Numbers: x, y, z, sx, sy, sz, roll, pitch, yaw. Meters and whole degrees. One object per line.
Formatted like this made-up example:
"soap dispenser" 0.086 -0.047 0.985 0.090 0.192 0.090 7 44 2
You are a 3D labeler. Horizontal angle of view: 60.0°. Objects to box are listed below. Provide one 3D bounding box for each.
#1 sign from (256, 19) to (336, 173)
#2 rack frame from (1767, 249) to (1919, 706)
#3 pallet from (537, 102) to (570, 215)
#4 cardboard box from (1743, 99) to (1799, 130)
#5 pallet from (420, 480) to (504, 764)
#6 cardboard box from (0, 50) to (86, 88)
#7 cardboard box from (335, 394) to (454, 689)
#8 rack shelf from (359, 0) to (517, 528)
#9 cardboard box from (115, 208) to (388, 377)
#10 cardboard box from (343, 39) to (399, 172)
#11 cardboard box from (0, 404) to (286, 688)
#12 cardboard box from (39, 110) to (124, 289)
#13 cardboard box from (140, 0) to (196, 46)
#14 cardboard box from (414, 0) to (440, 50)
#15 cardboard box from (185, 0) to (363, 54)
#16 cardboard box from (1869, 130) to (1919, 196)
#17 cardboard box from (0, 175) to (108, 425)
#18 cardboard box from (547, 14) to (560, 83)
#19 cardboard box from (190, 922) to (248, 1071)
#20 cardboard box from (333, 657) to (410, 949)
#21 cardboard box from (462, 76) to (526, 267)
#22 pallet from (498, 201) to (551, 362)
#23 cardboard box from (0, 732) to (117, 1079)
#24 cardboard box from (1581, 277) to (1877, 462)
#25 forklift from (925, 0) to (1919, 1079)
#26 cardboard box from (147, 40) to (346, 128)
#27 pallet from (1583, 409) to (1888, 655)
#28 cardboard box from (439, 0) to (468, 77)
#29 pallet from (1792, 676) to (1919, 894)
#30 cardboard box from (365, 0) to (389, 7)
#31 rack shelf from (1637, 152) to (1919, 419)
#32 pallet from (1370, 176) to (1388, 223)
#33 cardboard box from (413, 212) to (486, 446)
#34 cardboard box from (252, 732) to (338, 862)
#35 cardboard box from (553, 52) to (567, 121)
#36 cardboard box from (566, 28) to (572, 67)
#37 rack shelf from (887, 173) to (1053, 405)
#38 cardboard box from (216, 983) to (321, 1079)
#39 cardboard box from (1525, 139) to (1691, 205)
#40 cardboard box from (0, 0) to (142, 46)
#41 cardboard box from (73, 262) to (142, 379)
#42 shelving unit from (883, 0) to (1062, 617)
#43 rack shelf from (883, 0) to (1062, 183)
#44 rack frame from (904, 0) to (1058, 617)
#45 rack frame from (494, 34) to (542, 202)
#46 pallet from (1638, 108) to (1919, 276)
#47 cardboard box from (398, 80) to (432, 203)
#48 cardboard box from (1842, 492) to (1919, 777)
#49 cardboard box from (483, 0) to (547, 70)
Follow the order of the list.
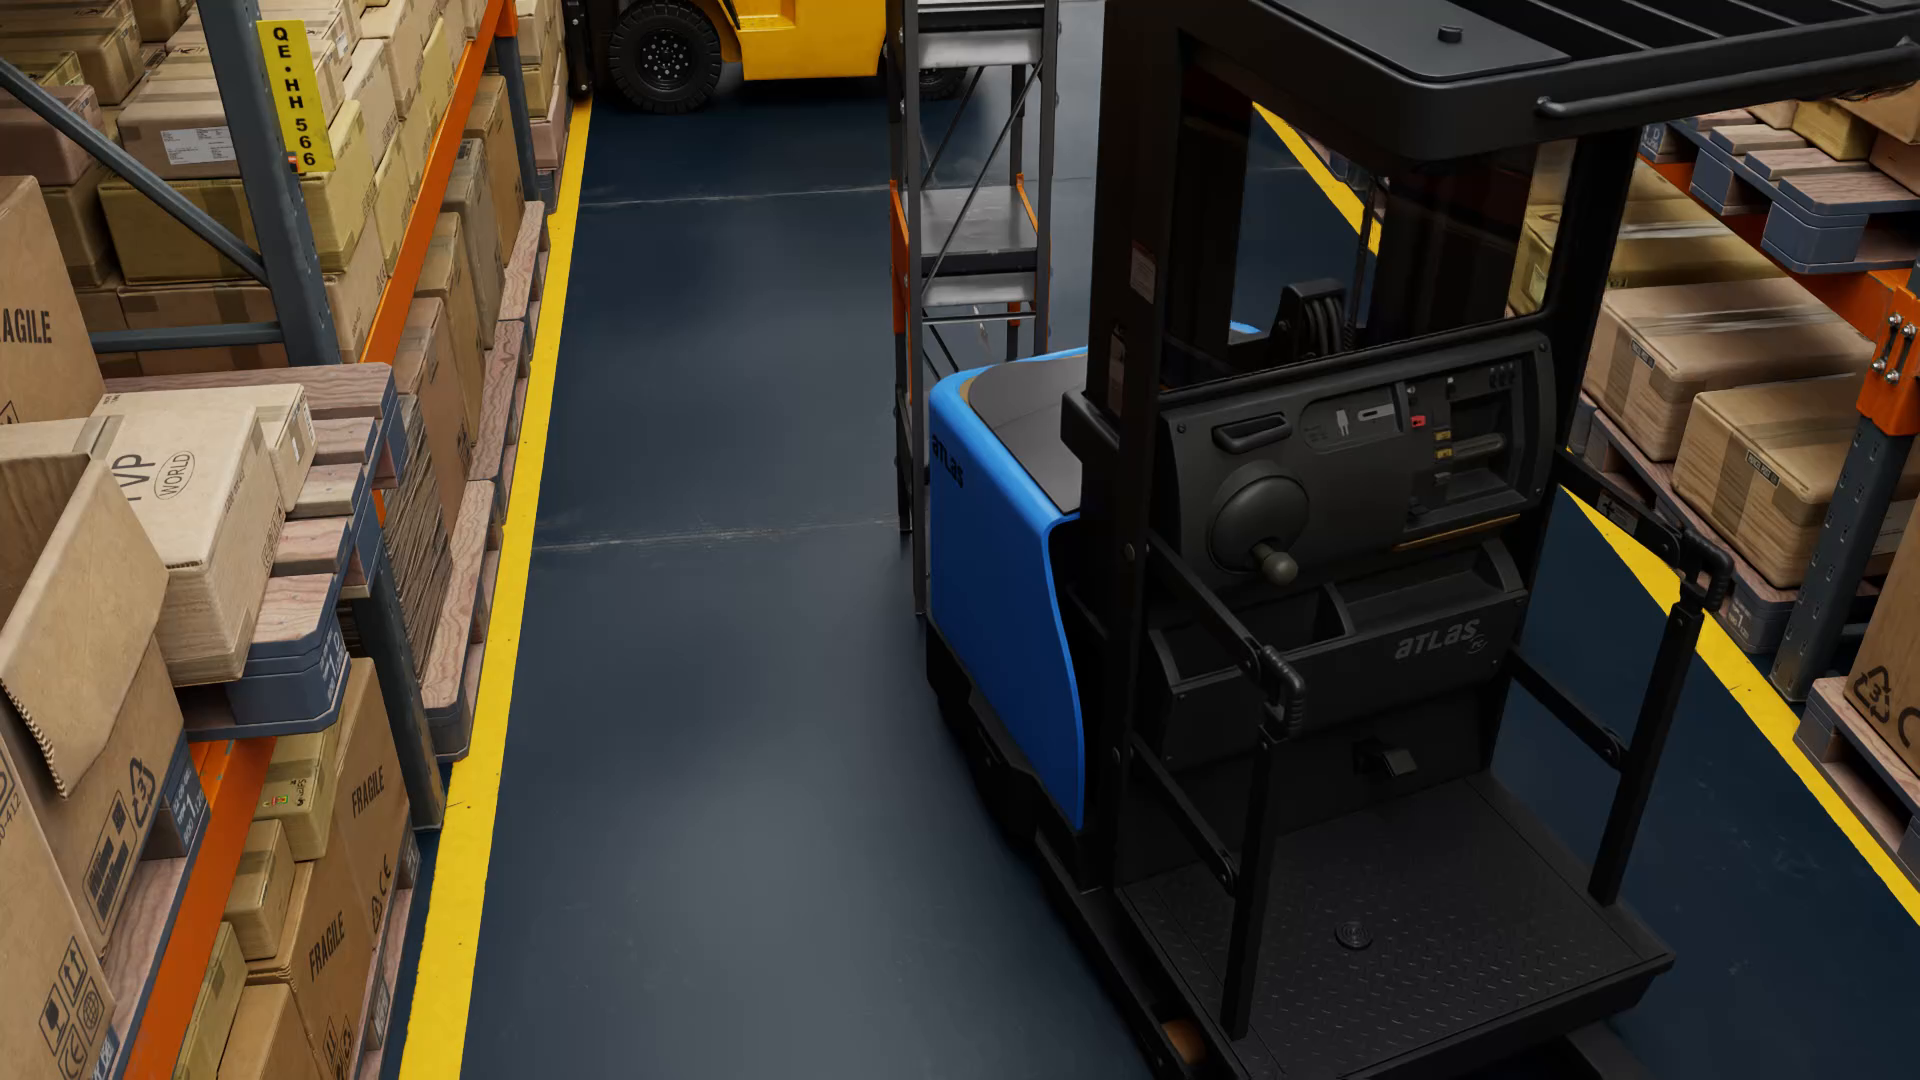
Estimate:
"sign" -1.394 -0.927 3.489 0.100 0.325 0.005 -4 35 -6
"rack frame" 2.988 -0.813 4.279 1.000 3.000 0.127 -4 35 -6
"pallet" -2.534 -1.962 8.441 1.003 0.211 1.213 -4 35 -6
"cardboard box" 2.525 -1.329 4.887 0.380 0.149 0.250 -5 35 -7
"pallet" -2.002 0.255 5.188 1.003 0.211 1.213 -4 35 -6
"cardboard box" -2.320 -1.048 3.960 0.380 0.149 0.250 -4 34 -5
"cardboard box" -2.001 0.024 4.787 0.875 0.625 0.625 -3 34 -5
"rack shelf" -2.199 -1.254 5.565 1.077 0.370 4.000 -4 35 -6
"cardboard box" -1.748 -0.639 4.157 0.500 0.250 0.500 -4 35 -6
"cardboard box" -1.814 -1.125 4.427 0.500 0.250 0.500 -3 34 -5
"cardboard box" -1.468 0.018 2.821 0.500 0.250 0.500 -6 35 -9
"cardboard box" -2.266 -0.809 3.963 0.500 0.250 0.500 -4 34 -5
"cardboard box" -2.401 -1.374 4.792 0.500 0.250 0.500 -5 35 -7
"cardboard box" -1.960 -1.702 5.273 0.500 0.250 0.500 -4 34 -6
"cardboard box" -1.826 -1.380 4.446 0.380 0.149 0.250 -4 34 -6
"cardboard box" 2.711 -1.048 4.474 0.380 0.149 0.250 -3 34 -5
"cardboard box" -2.016 -0.351 3.139 0.500 0.500 0.500 -3 34 -4
"cardboard box" -2.297 -2.485 8.358 0.500 0.250 0.500 -5 35 -7
"cardboard box" -1.563 0.864 3.089 0.380 0.149 0.250 -3 34 -5
"cardboard box" -1.660 0.644 3.988 0.500 0.500 0.500 -3 34 -5
"cardboard box" -2.387 -1.569 7.124 0.875 0.625 0.625 -3 34 -4
"pallet" -2.330 -1.107 7.186 1.003 0.211 1.213 -4 35 -6
"cardboard box" -1.411 0.569 1.790 0.700 0.500 0.500 -5 35 -7
"cardboard box" 2.815 -0.628 5.968 0.950 0.372 0.625 -5 35 -7
"forklift" 0.937 -0.107 3.304 1.130 2.935 3.031 -13 36 -19
"cardboard box" -1.718 -1.093 4.026 0.380 0.149 0.250 -4 34 -5
"pallet" 2.884 -0.097 5.705 1.003 0.211 1.213 -4 35 -6
"cardboard box" -2.032 -1.784 5.838 0.500 0.250 0.500 -4 34 -6
"pallet" 3.019 0.785 4.411 1.003 0.211 1.213 -4 35 -6
"cardboard box" -1.865 -1.664 4.863 0.380 0.149 0.250 -4 34 -5
"rack shelf" 2.719 -1.632 6.120 1.077 0.370 4.000 -4 35 -6
"pallet" 2.556 -1.458 7.703 1.003 0.211 1.213 -4 35 -6
"cardboard box" -2.187 -0.716 5.873 0.875 0.625 0.625 -6 35 -8
"cardboard box" -1.545 0.563 3.531 0.380 0.149 0.250 -6 35 -9
"cardboard box" -2.289 -2.282 8.503 0.500 0.250 0.500 -5 35 -7
"cardboard box" -2.422 -2.852 9.340 0.500 0.250 0.500 -3 34 -5
"rack shelf" 0.022 -0.764 5.031 0.431 0.518 0.480 -4 35 -6
"cardboard box" -1.530 1.216 3.149 0.500 0.500 0.500 -3 34 -4
"cardboard box" 2.623 -1.439 7.159 0.950 0.372 0.625 -2 34 -3
"cardboard box" -2.397 -1.329 4.372 0.380 0.149 0.250 -5 35 -7
"cardboard box" -2.244 -0.604 4.106 0.500 0.250 0.500 -5 35 -7
"shelving unit" 0.022 -0.775 5.023 0.431 2.100 0.503 -4 35 -6
"rack shelf" 0.022 -1.342 4.637 0.431 0.518 0.480 -4 35 -6
"rack frame" 0.055 -0.639 4.823 0.400 2.100 0.015 -4 35 -6
"rack frame" -2.468 -2.667 7.000 1.000 3.000 0.127 -4 35 -6
"pallet" 2.786 -1.123 4.905 1.213 0.211 1.003 -4 35 -6
"cardboard box" -1.887 -1.207 4.991 0.500 0.250 0.500 -5 35 -8
"cardboard box" 2.998 0.283 4.185 0.875 0.875 0.875 -5 35 -7
"cardboard box" -2.222 -2.411 7.805 0.500 0.250 0.500 -5 35 -7
